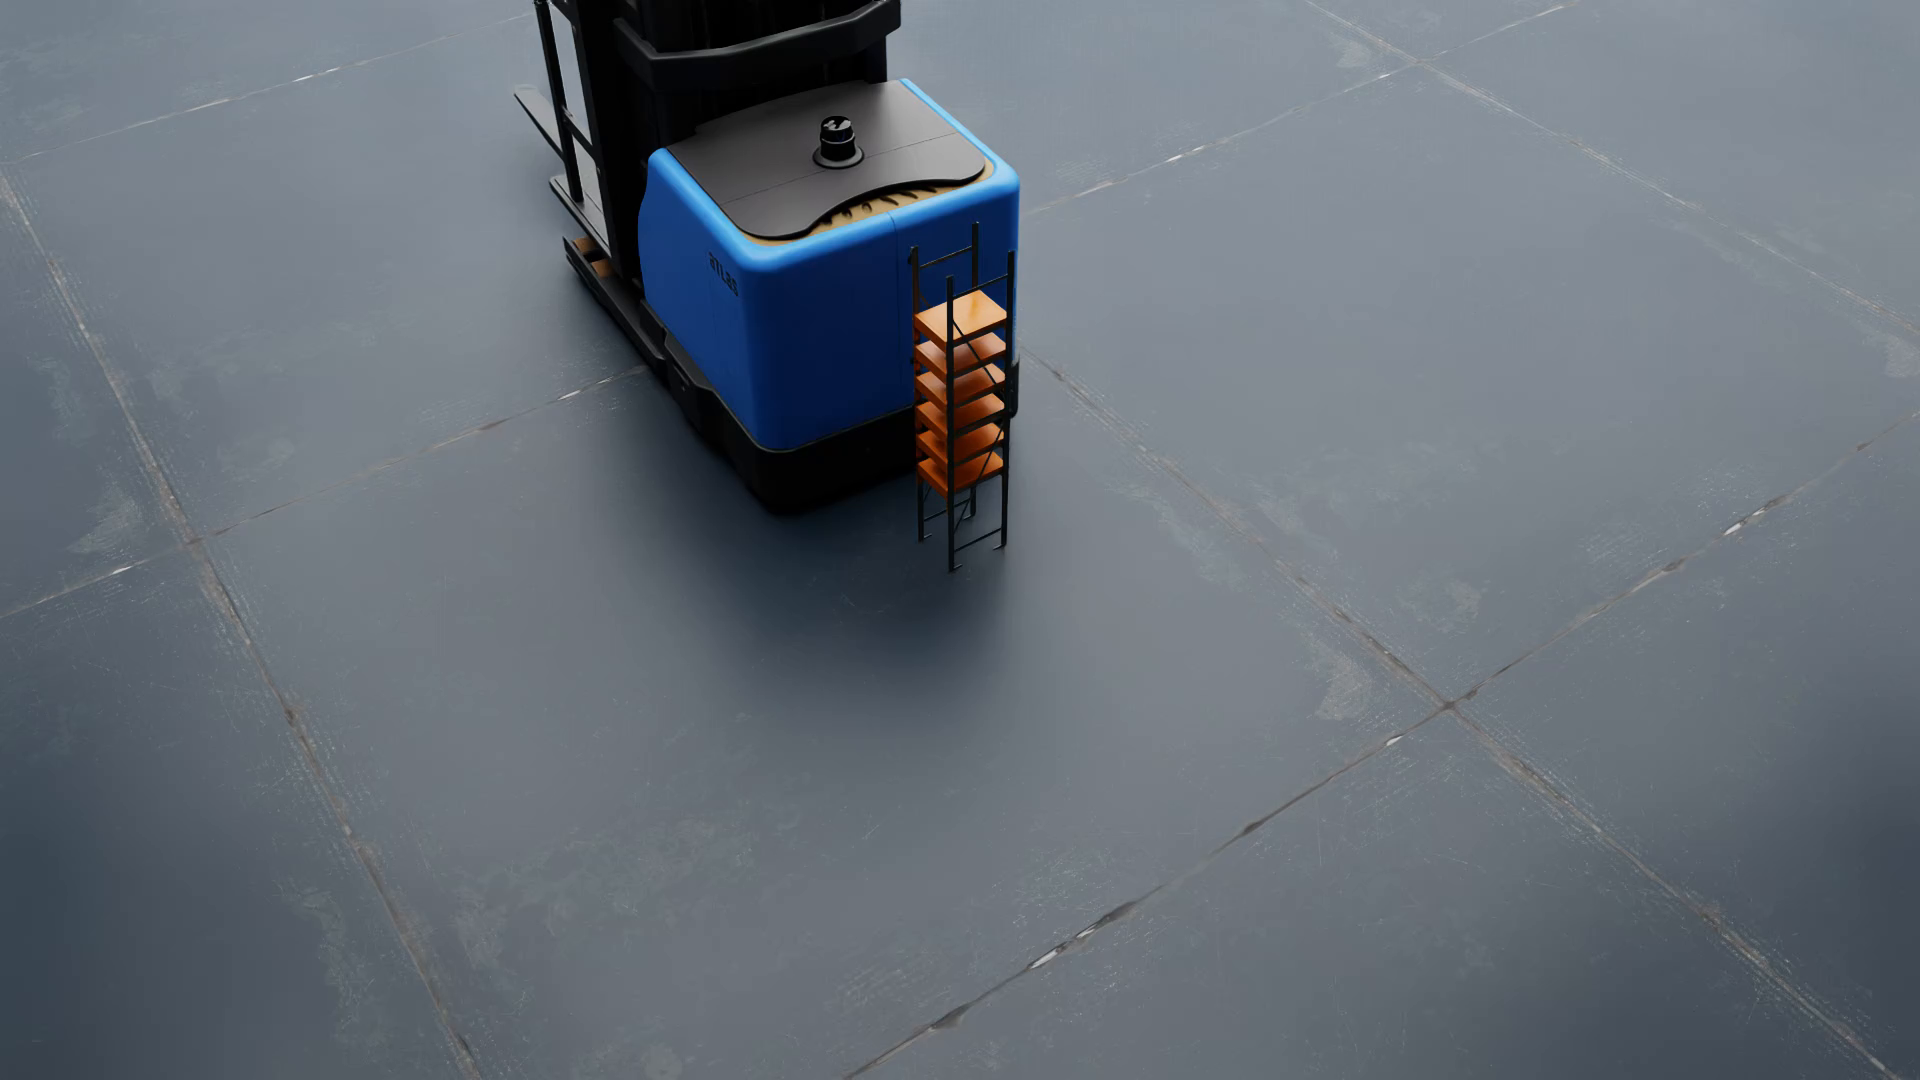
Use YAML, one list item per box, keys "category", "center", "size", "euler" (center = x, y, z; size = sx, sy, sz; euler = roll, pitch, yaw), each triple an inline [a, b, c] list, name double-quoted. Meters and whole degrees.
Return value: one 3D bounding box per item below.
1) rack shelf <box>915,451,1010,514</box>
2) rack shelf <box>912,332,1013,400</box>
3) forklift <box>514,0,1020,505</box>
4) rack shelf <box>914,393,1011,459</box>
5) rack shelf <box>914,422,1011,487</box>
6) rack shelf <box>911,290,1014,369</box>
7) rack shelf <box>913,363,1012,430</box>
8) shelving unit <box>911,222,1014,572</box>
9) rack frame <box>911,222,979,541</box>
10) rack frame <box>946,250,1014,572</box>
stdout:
- category: "rack shelf"
  center: [0.008, -0.220, 5.524]
  size: [0.258, 0.103, 0.180]
  euler: [-26, 49, -24]
- category: "rack shelf"
  center: [0.008, -0.567, 5.192]
  size: [0.258, 0.103, 0.180]
  euler: [-26, 49, -24]
- category: "forklift"
  center: [-0.972, -2.185, 5.916]
  size: [1.130, 2.935, 3.031]
  euler: [-22, 48, -22]
- category: "rack shelf"
  center: [0.008, -0.394, 5.358]
  size: [0.258, 0.103, 0.180]
  euler: [-26, 49, -24]
- category: "rack shelf"
  center: [0.008, -0.307, 5.441]
  size: [0.258, 0.103, 0.180]
  euler: [-26, 49, -24]
- category: "rack shelf"
  center: [0.008, -0.654, 5.109]
  size: [0.258, 0.103, 0.180]
  euler: [-26, 49, -24]
- category: "rack shelf"
  center: [0.008, -0.480, 5.275]
  size: [0.258, 0.103, 0.180]
  euler: [-26, 49, -24]
- category: "shelving unit"
  center: [0.008, -0.426, 5.327]
  size: [0.258, 1.200, 0.189]
  euler: [-26, 49, -24]
- category: "rack frame"
  center: [-0.044, -0.478, 5.381]
  size: [0.240, 1.200, 0.006]
  euler: [-26, 49, -24]
- category: "rack frame"
  center: [0.061, -0.374, 5.273]
  size: [0.240, 1.200, 0.006]
  euler: [-26, 49, -24]
